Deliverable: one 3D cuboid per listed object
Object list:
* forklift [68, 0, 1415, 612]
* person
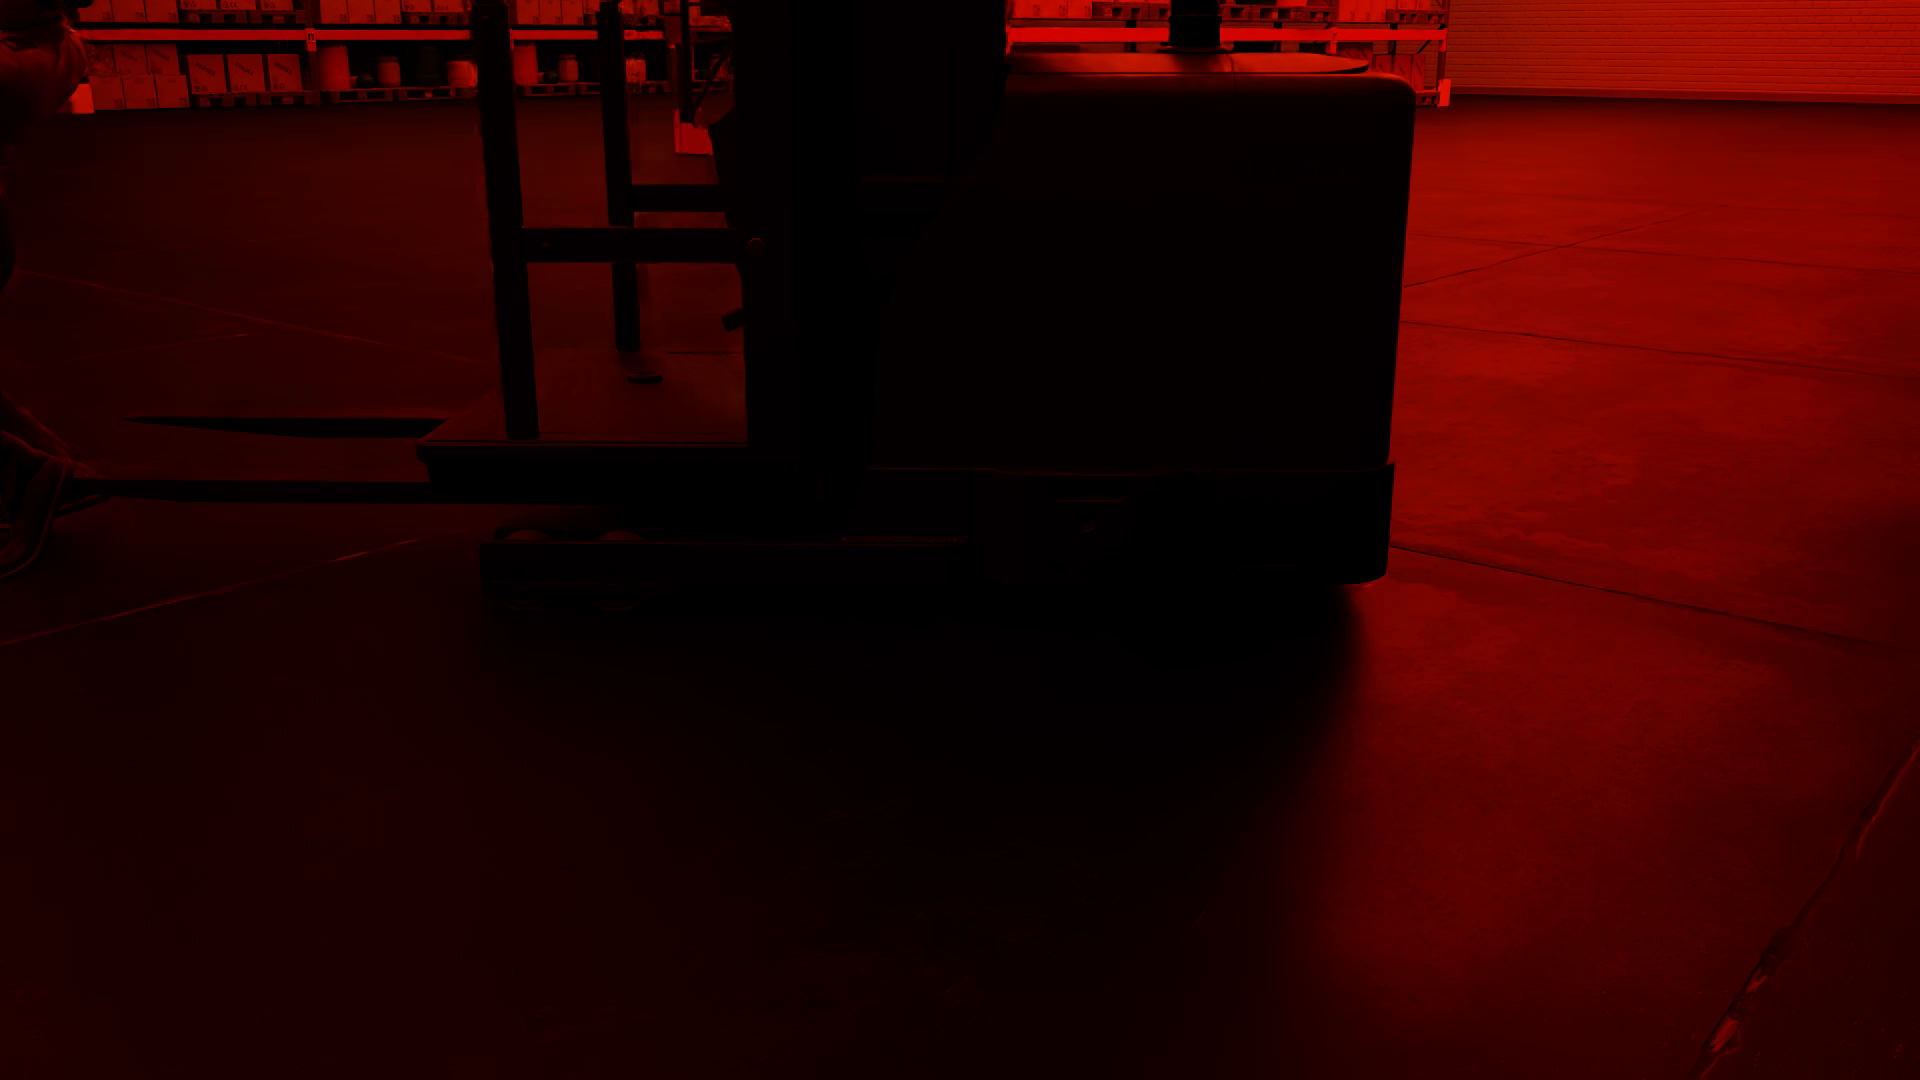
[{"bbox_3d":[-0.611,-1.406,3.529,3.031,2.935,1.130,0,17,2],"label":"forklift"},{"bbox_3d":[-2.176,-0.760,3.694,0.649,1.560,0.955,-4,17,-14],"label":"person"}]
